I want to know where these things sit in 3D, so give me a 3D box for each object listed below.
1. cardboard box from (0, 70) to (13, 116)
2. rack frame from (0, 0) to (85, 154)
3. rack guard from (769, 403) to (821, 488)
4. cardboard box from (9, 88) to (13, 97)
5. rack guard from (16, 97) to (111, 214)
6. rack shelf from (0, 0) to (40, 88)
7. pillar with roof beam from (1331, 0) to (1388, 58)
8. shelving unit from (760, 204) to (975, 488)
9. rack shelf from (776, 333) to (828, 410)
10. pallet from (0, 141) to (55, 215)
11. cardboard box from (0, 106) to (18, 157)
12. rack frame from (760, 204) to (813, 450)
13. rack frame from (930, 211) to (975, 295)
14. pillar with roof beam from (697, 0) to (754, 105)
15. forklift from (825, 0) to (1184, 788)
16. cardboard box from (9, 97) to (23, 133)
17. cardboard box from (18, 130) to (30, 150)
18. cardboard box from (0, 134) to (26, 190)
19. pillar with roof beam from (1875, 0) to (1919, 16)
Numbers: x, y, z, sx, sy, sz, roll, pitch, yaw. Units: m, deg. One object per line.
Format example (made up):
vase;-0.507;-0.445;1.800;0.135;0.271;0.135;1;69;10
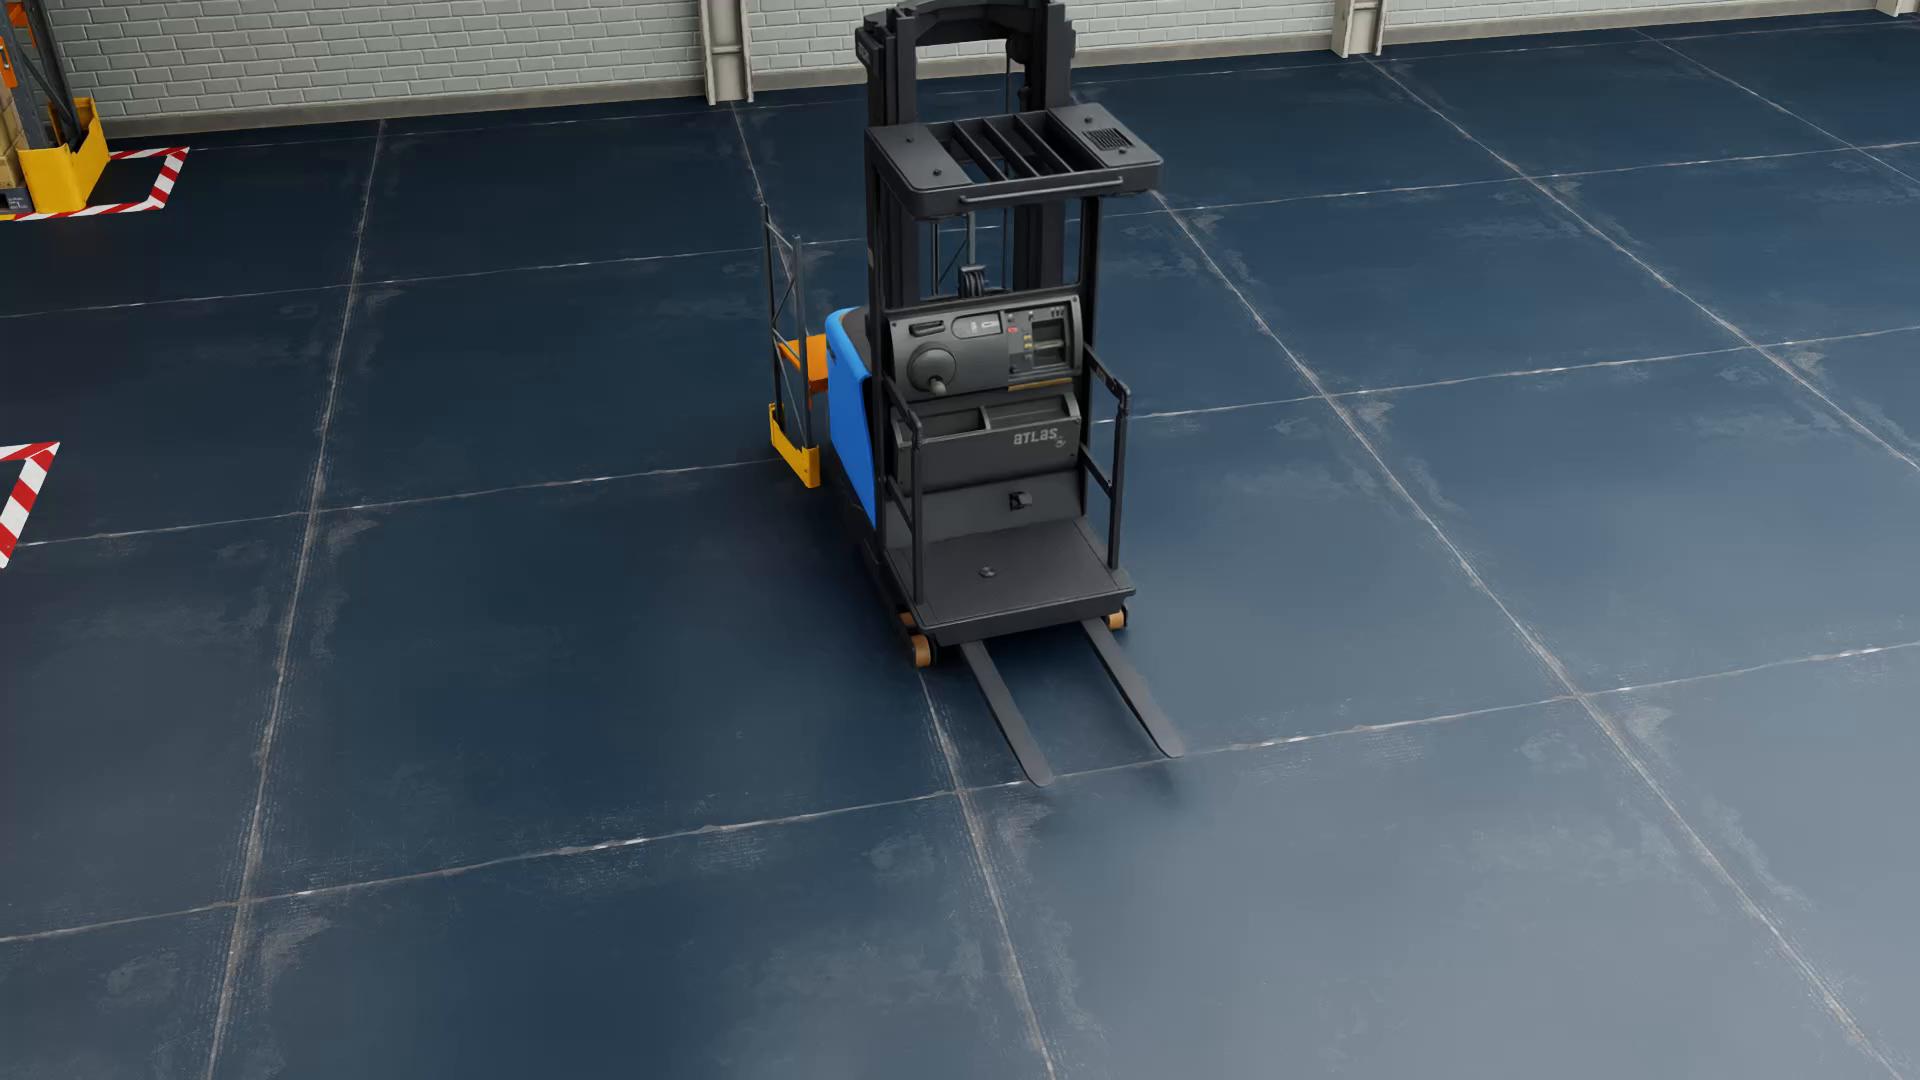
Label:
cardboard box;-7.414;-3.280;12.362;0.500;0.250;0.500;-6;34;-9
rack frame;-7.034;-4.058;12.328;0.127;3.000;1.000;-7;35;-11
rack guard;-0.952;-0.550;9.568;0.087;0.250;0.587;-16;37;-22
cardboard box;-7.544;-3.549;12.764;0.500;0.250;0.500;-8;35;-11
rack guard;-7.011;-3.023;13.029;0.348;0.500;1.175;-7;35;-11
rack shelf;-8.985;-3.513;12.162;4.000;0.370;1.077;-7;35;-11
pillar with roof beam;4.742;-6.089;9.970;0.400;9.000;9.100;-7;35;-11
shelving unit;-0.507;-1.194;9.406;1.083;1.500;0.587;-16;37;-22
rack shelf;-0.499;-1.047;9.510;1.000;0.185;0.538;-16;37;-22
pallet;-7.771;-2.783;12.931;1.213;0.211;1.003;-7;35;-11
cardboard box;-7.440;-3.068;12.496;0.500;0.250;0.500;-8;35;-11
rack frame;-0.953;-1.069;9.219;0.032;1.500;0.500;-16;37;-22
rack frame;-0.045;-1.324;9.600;0.032;1.500;0.500;-16;37;-22
pillar with roof beam;-1.110;-5.351;8.871;0.400;9.000;9.100;-7;35;-11
forklift;0.194;-0.849;7.607;1.130;2.935;3.031;-10;35;-14
cardboard box;-7.538;-3.353;12.920;0.500;0.250;0.500;-7;34;-10
cardboard box;-7.556;-3.136;13.046;0.500;0.250;0.500;-7;35;-10
cardboard box;-7.423;-2.861;12.635;0.500;0.250;0.500;-7;34;-10
pillar with roof beam;10.594;-6.826;11.069;0.400;9.000;9.100;-7;35;-11
